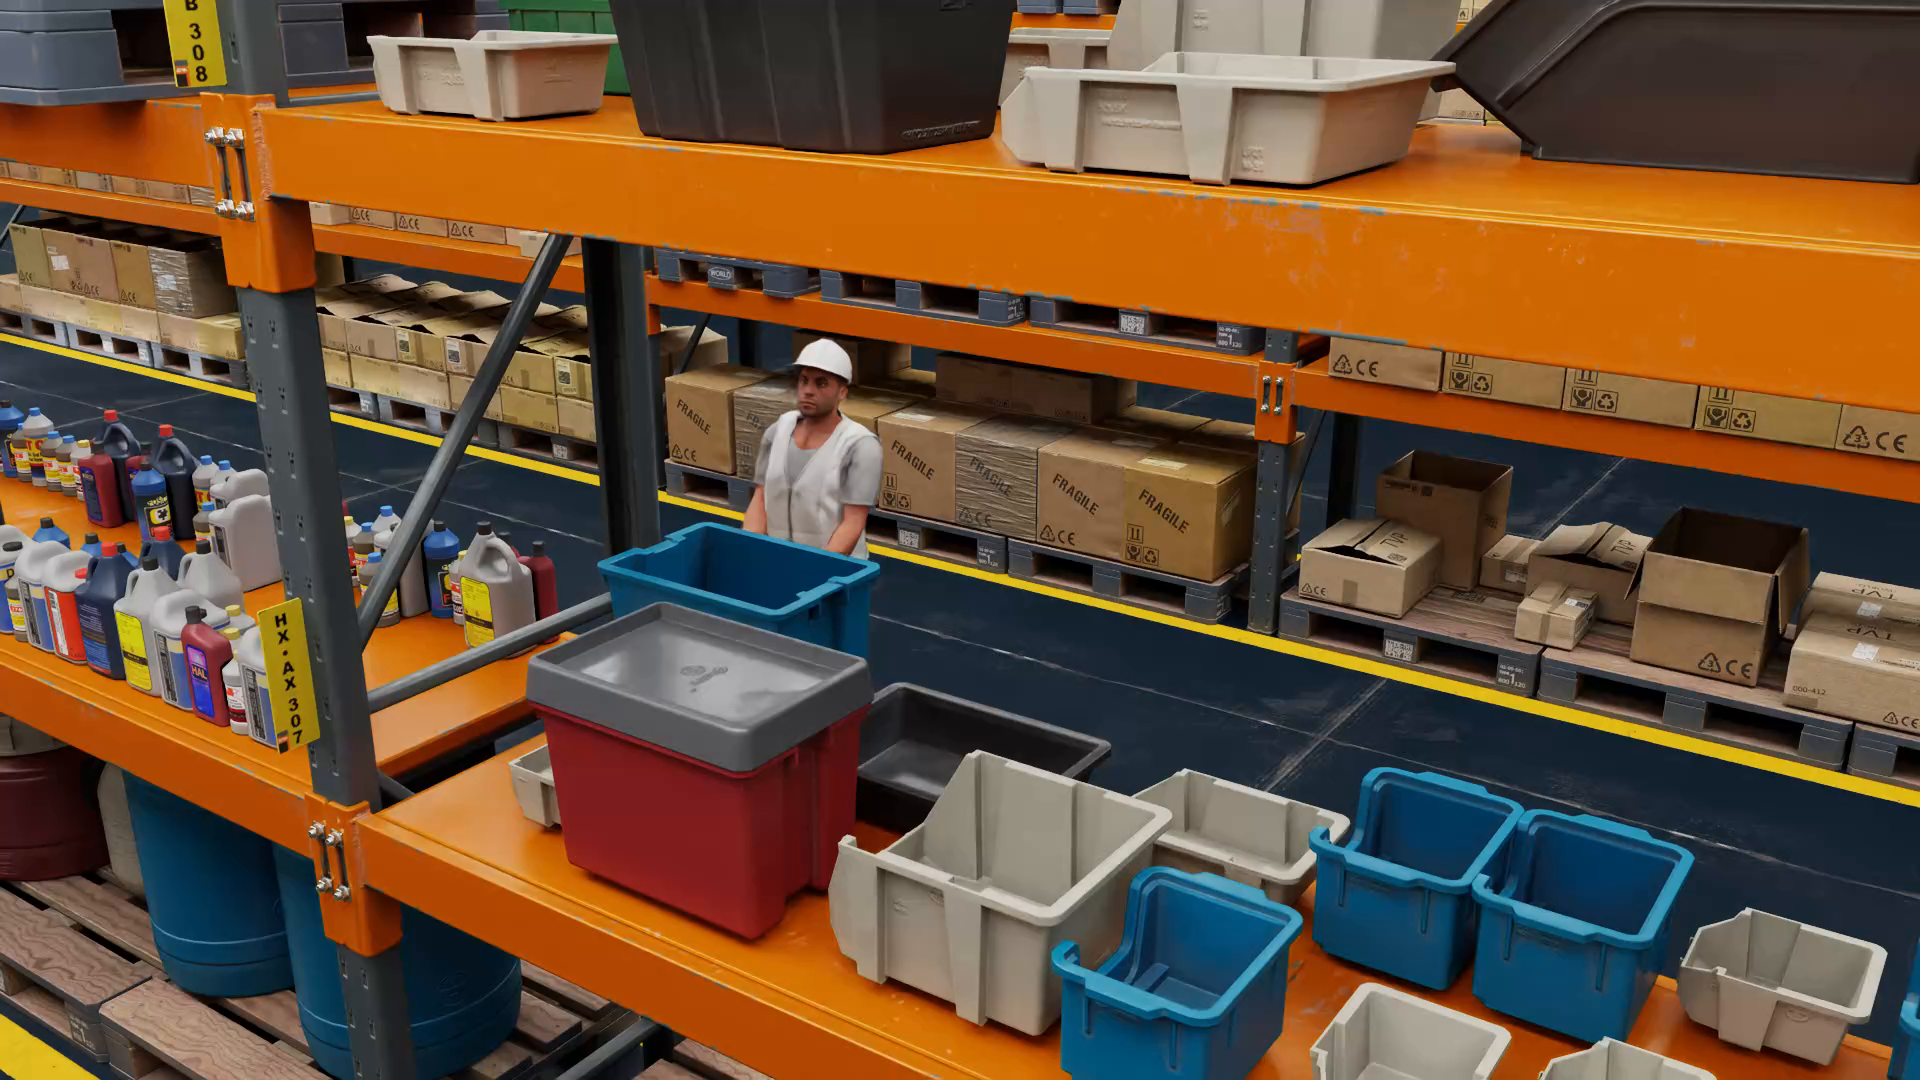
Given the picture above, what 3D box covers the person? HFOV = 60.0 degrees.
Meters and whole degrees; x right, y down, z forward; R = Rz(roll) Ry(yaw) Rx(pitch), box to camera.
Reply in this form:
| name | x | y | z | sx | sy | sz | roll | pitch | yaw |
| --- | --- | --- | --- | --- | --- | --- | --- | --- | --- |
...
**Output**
| name | x | y | z | sx | sy | sz | roll | pitch | yaw |
| --- | --- | --- | --- | --- | --- | --- | --- | --- | --- |
| person | -0.572 | 0.183 | 6.014 | 0.527 | 1.793 | 0.546 | 10 | 22 | 27 |
